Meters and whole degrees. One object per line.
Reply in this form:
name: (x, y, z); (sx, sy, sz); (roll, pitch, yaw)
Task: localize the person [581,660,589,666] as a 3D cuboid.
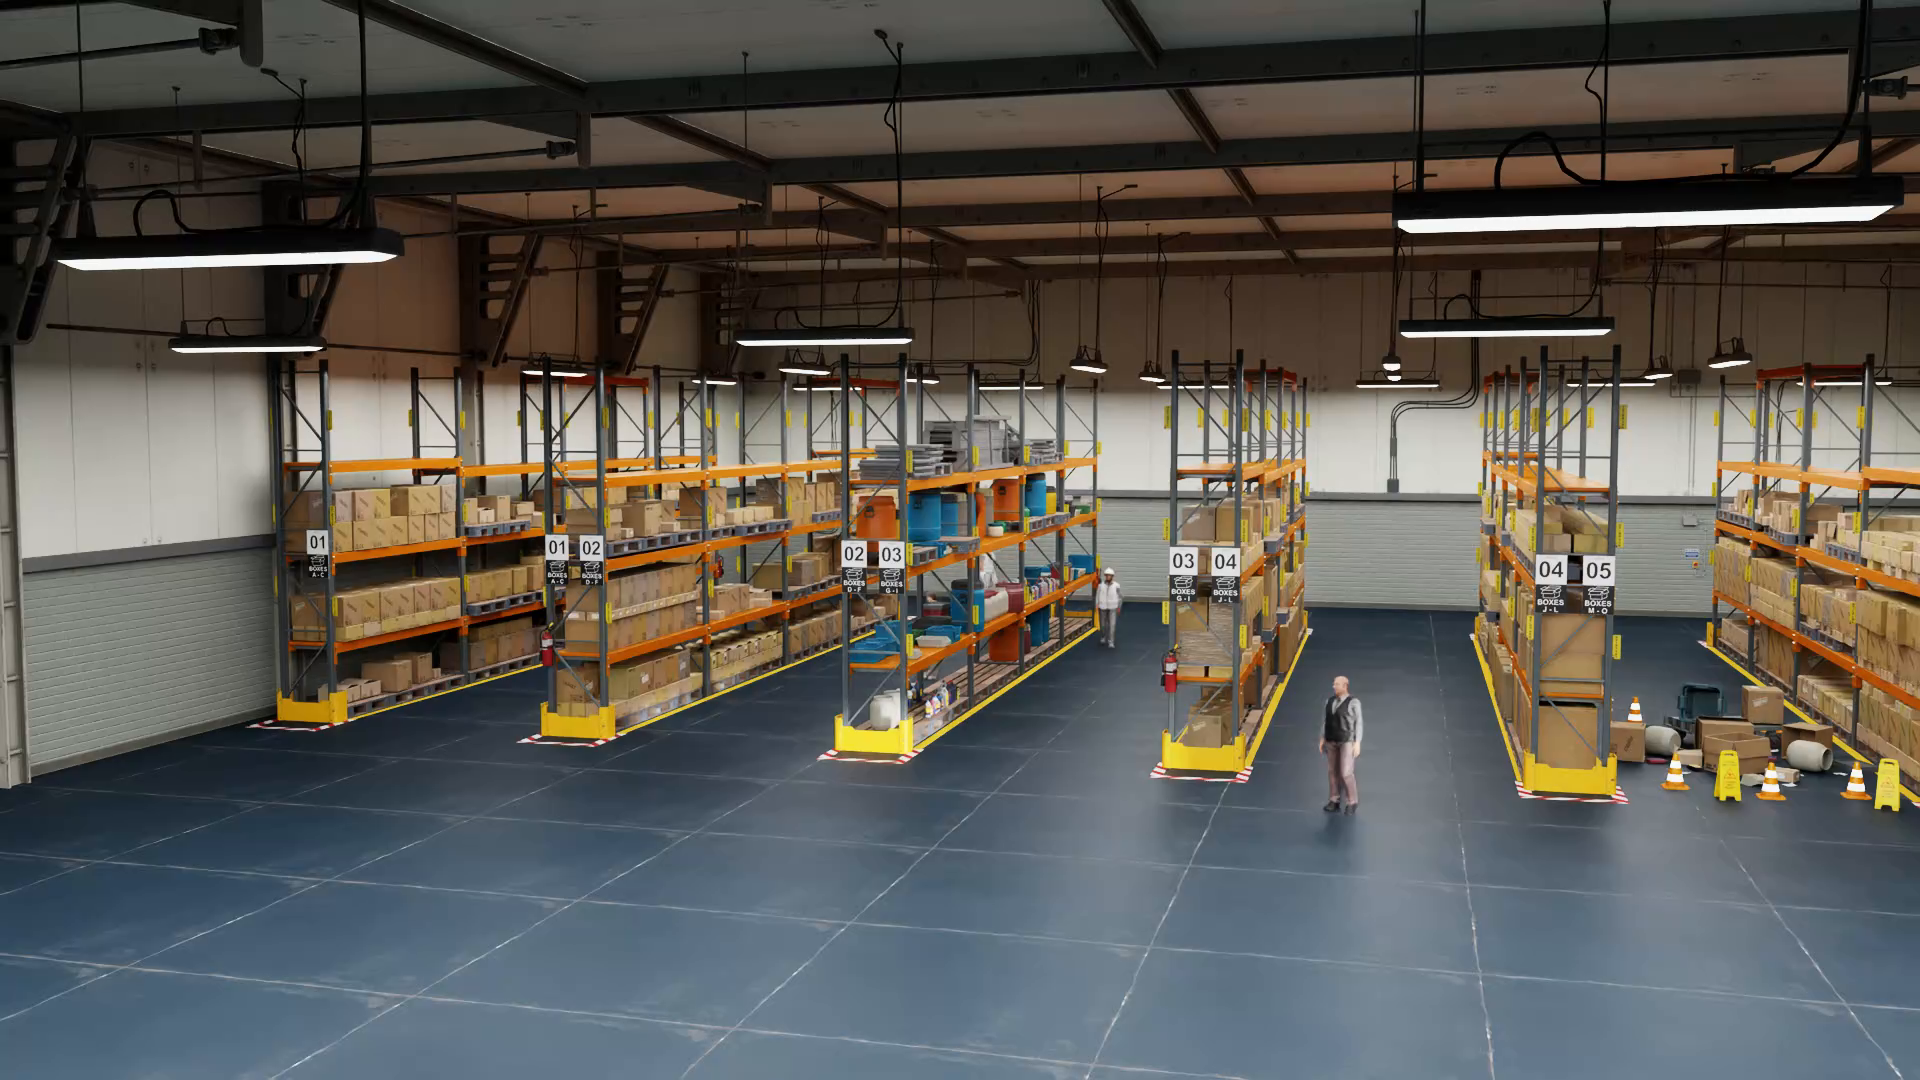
person: (-7.082, 1.810, 31.694); (0.420, 1.733, 0.556); (4, 6, 45)

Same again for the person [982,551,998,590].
person: (0.703, 0.972, 45.148); (0.703, 1.449, 0.587); (2, 5, 31)

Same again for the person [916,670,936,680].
person: (-0.594, 1.991, 32.103); (0.538, 1.442, 0.365); (3, 5, 37)

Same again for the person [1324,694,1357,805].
person: (4.872, 2.692, 21.272); (0.354, 1.434, 0.444); (-3, 5, -40)

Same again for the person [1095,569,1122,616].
person: (3.284, 1.167, 36.705); (0.599, 1.069, 0.437); (0, 4, 3)
